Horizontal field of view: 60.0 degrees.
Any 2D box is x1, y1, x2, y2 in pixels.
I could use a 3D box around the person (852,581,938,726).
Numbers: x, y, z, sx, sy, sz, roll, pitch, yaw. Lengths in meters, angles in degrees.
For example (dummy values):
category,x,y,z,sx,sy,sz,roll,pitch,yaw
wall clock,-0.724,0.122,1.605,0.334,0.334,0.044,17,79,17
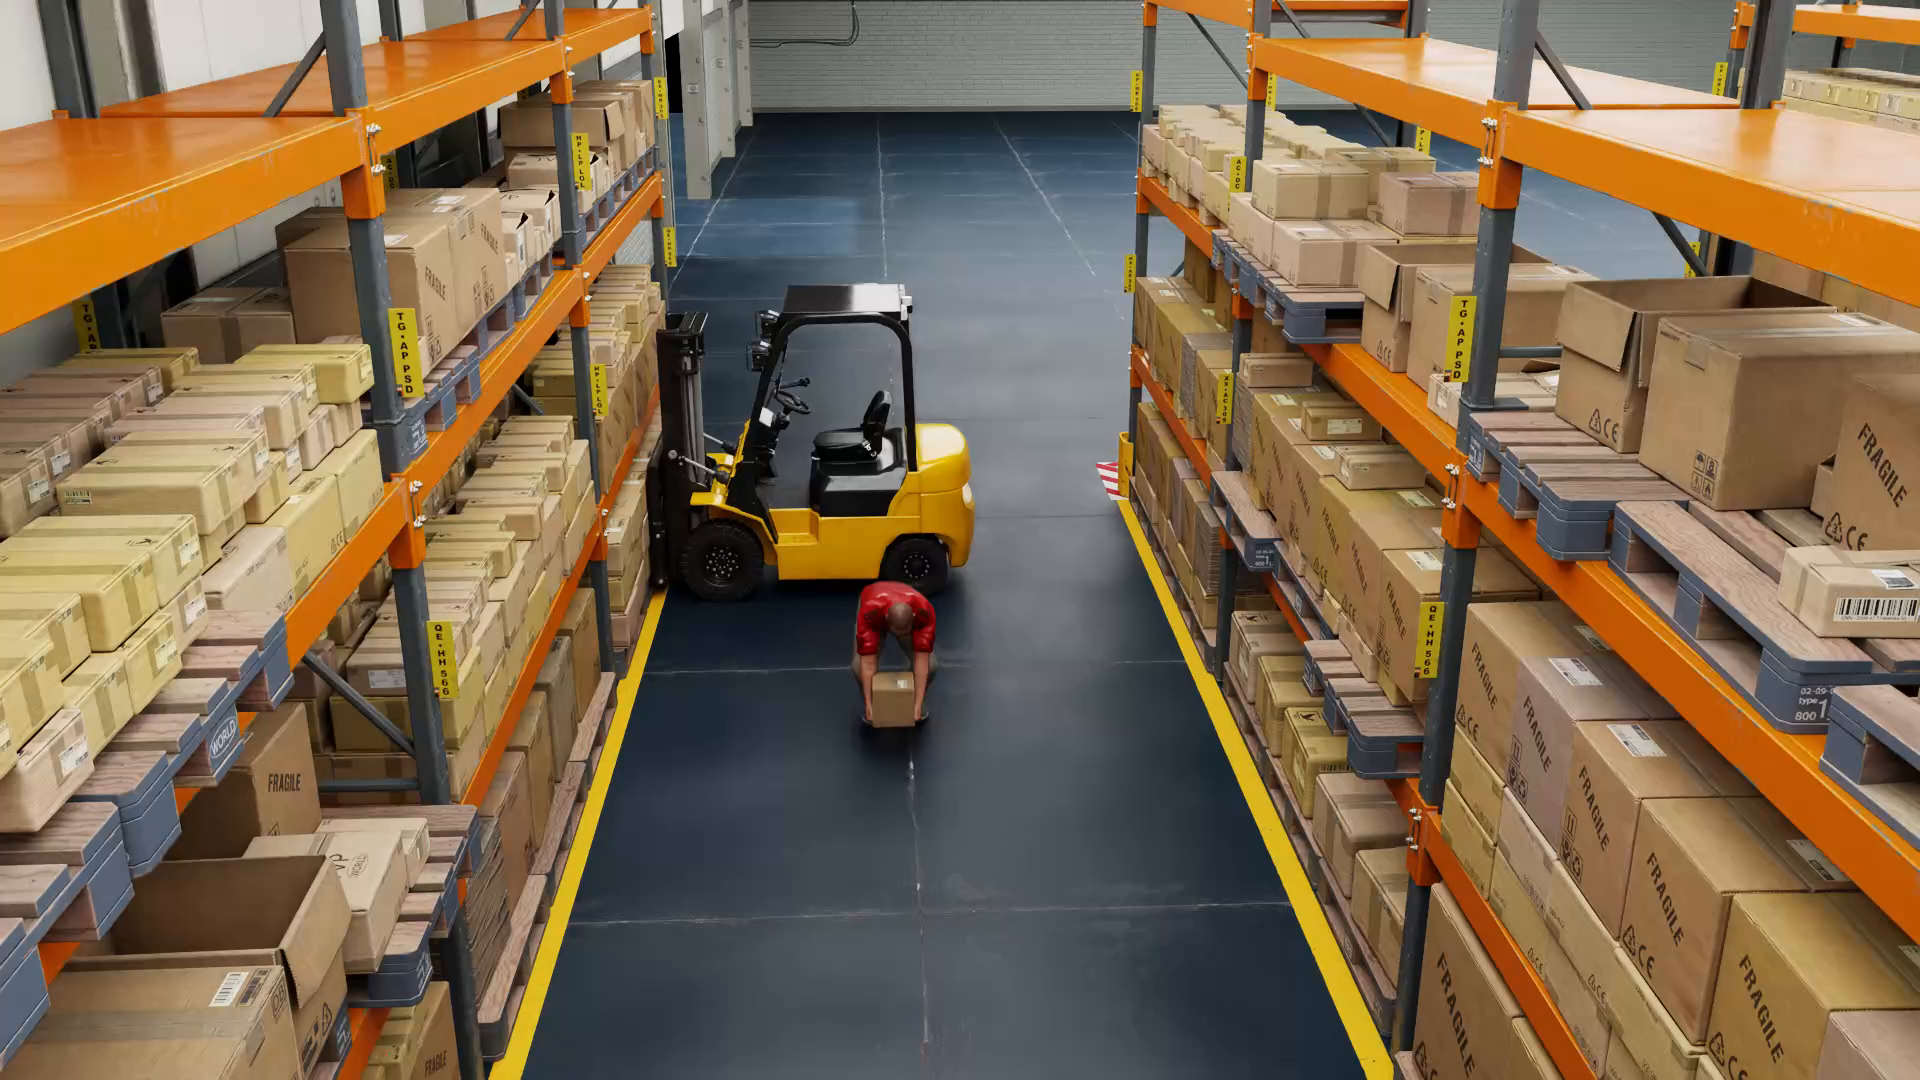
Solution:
category,x,y,z,sx,sy,sz,roll,pitch,yaw
person,-0.404,0.701,10.286,0.536,0.981,0.930,-2,20,-5
